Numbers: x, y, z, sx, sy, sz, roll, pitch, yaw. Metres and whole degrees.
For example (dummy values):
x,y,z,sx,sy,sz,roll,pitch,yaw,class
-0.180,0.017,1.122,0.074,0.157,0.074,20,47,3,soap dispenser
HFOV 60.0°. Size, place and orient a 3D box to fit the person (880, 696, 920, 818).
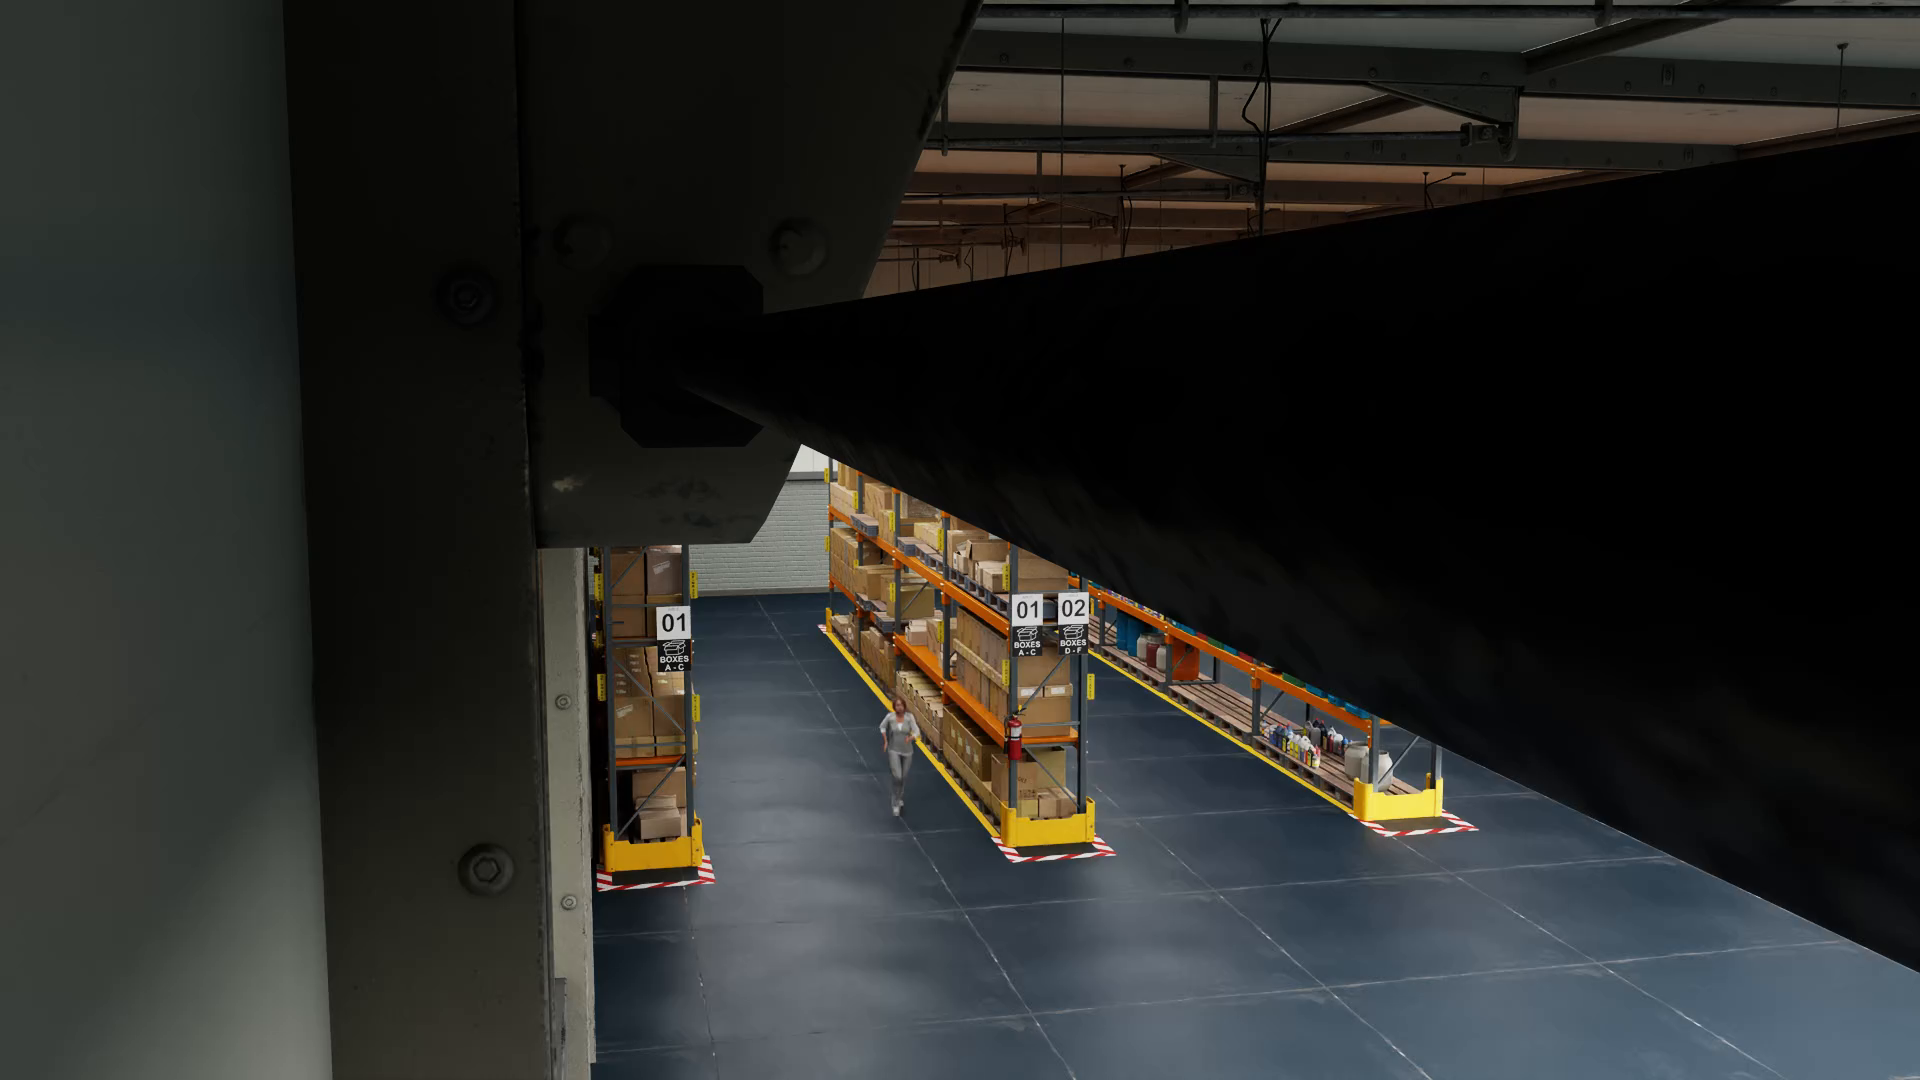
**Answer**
x,y,z,sx,sy,sz,roll,pitch,yaw,class
-0.798,2.894,22.351,0.519,1.633,0.700,-1,7,-10,person
